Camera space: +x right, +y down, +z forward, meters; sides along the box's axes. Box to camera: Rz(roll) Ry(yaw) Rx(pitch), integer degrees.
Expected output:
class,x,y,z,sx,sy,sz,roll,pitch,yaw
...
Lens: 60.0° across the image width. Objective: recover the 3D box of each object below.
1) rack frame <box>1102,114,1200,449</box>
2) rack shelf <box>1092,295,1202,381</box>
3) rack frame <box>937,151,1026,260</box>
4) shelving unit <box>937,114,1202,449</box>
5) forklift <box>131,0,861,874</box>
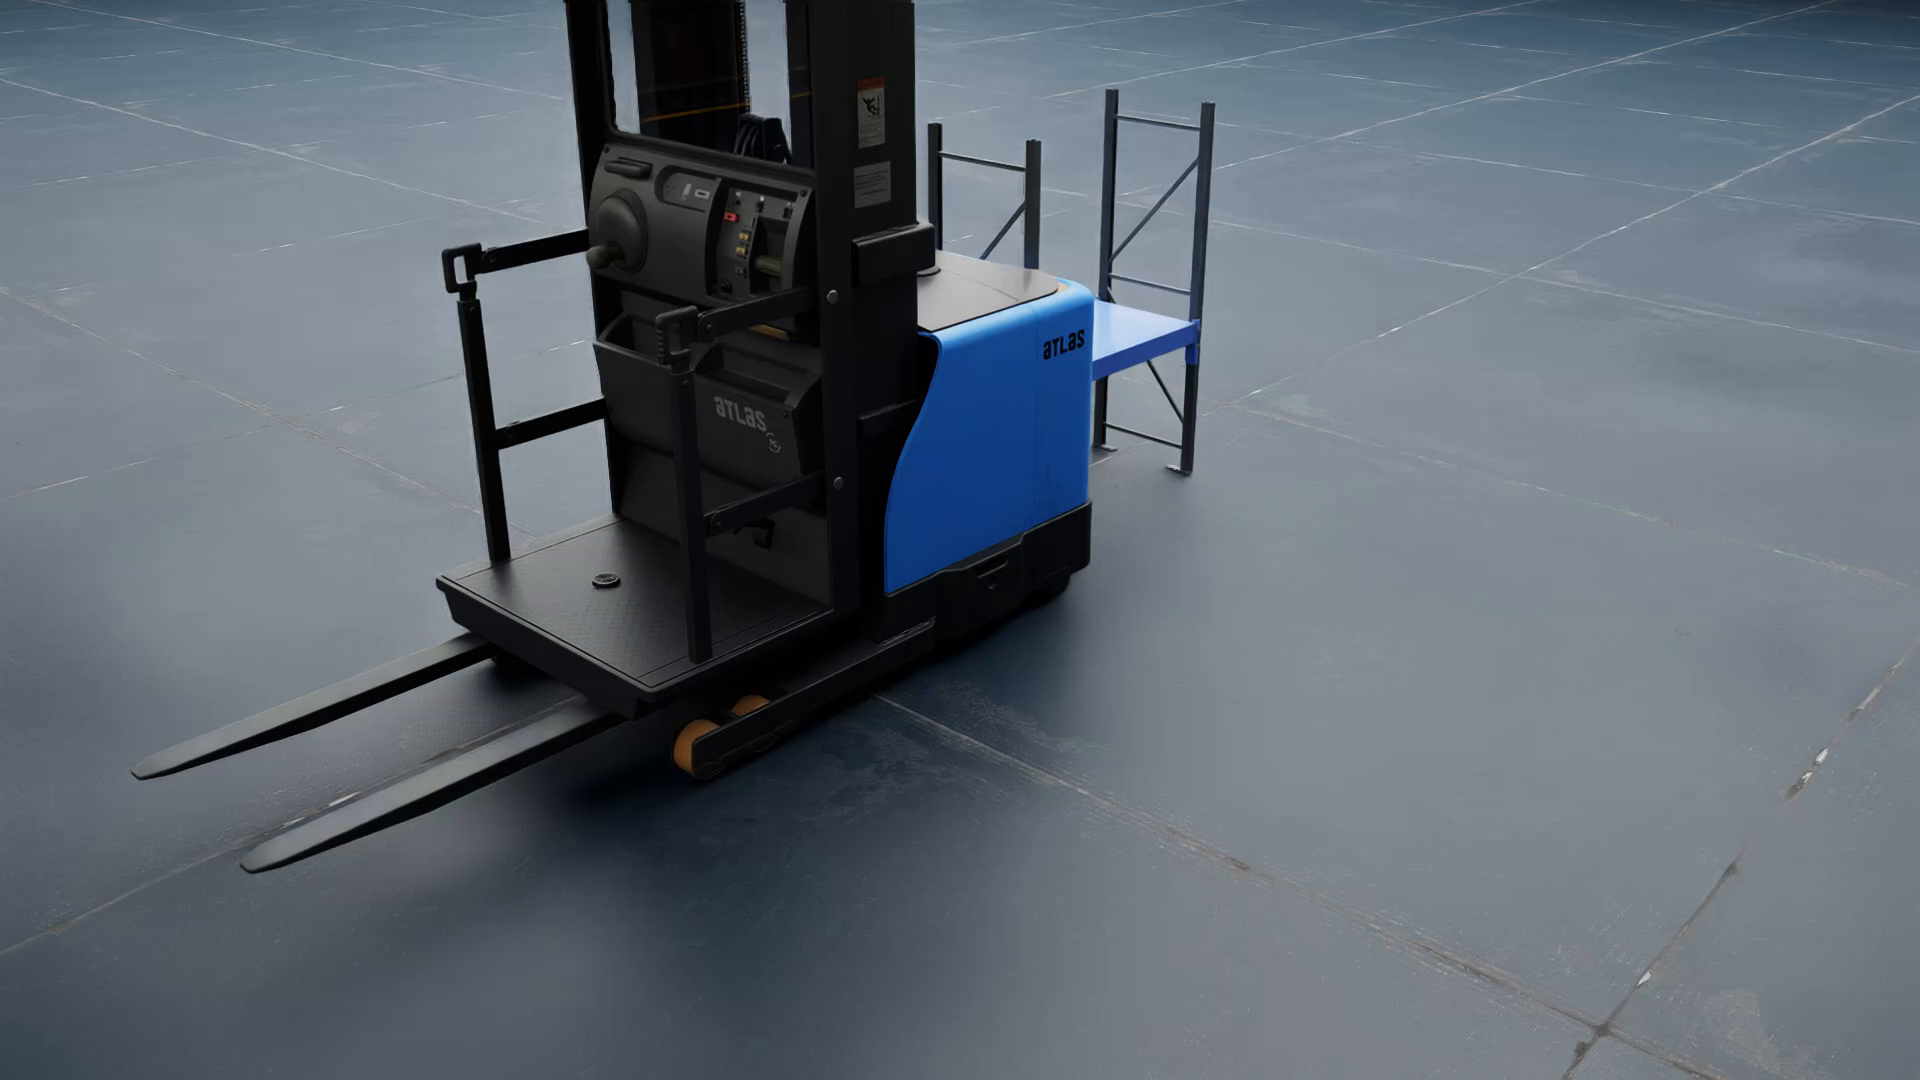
class,x,y,z,sx,sy,sz,roll,pitch,yaw
rack frame,0.766,-1.027,6.707,0.475,1.308,0.013,21,31,38
rack shelf,0.423,-0.709,6.438,0.538,0.185,1.000,21,31,38
rack frame,0.078,-0.721,6.024,0.475,1.308,0.013,21,31,38
shelving unit,0.423,-0.873,6.365,0.538,1.308,1.030,21,31,38
forklift,-0.909,-0.894,4.661,1.121,2.935,3.031,21,31,38
